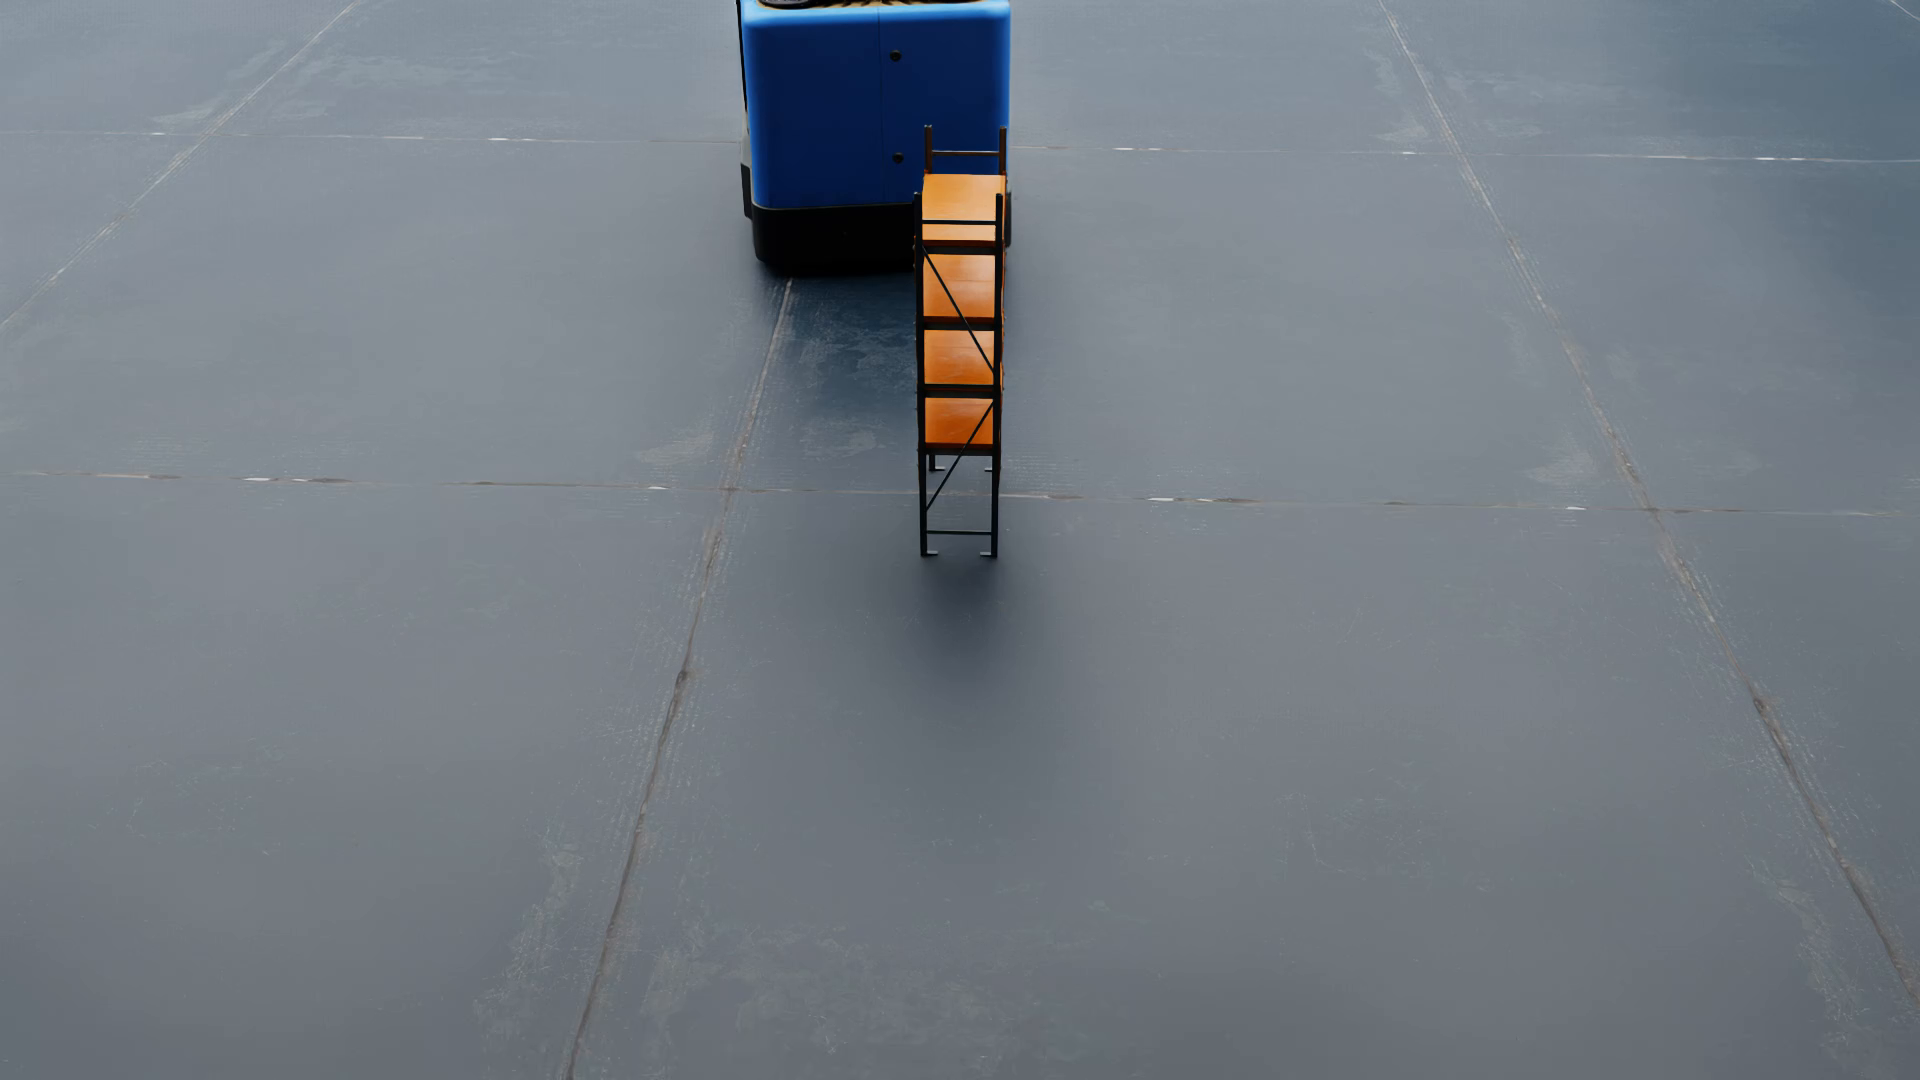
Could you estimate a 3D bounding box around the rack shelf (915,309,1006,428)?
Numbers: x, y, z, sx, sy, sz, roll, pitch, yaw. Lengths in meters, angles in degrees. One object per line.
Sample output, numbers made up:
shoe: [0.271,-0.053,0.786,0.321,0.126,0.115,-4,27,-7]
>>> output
rack shelf: [0.007,-0.531,5.079,0.258,0.148,0.480,1,35,2]

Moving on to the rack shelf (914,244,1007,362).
rack shelf: [0.007,-0.714,4.950,0.258,0.148,0.480,1,35,2]

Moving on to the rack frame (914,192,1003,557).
rack frame: [-0.003,-0.446,4.841,0.240,1.200,0.015,1,35,2]

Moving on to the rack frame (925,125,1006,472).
rack frame: [0.016,-0.726,5.240,0.240,1.200,0.015,1,35,2]

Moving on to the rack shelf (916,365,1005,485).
rack shelf: [0.007,-0.368,5.193,0.258,0.148,0.480,1,35,2]

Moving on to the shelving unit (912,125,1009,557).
shelving unit: [0.007,-0.586,5.040,0.258,1.200,0.503,1,35,2]

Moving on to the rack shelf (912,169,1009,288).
rack shelf: [0.007,-0.907,4.814,0.258,0.148,0.480,1,35,2]

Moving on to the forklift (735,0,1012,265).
forklift: [-0.479,-3.143,7.173,1.130,2.935,3.031,-4,35,-6]
